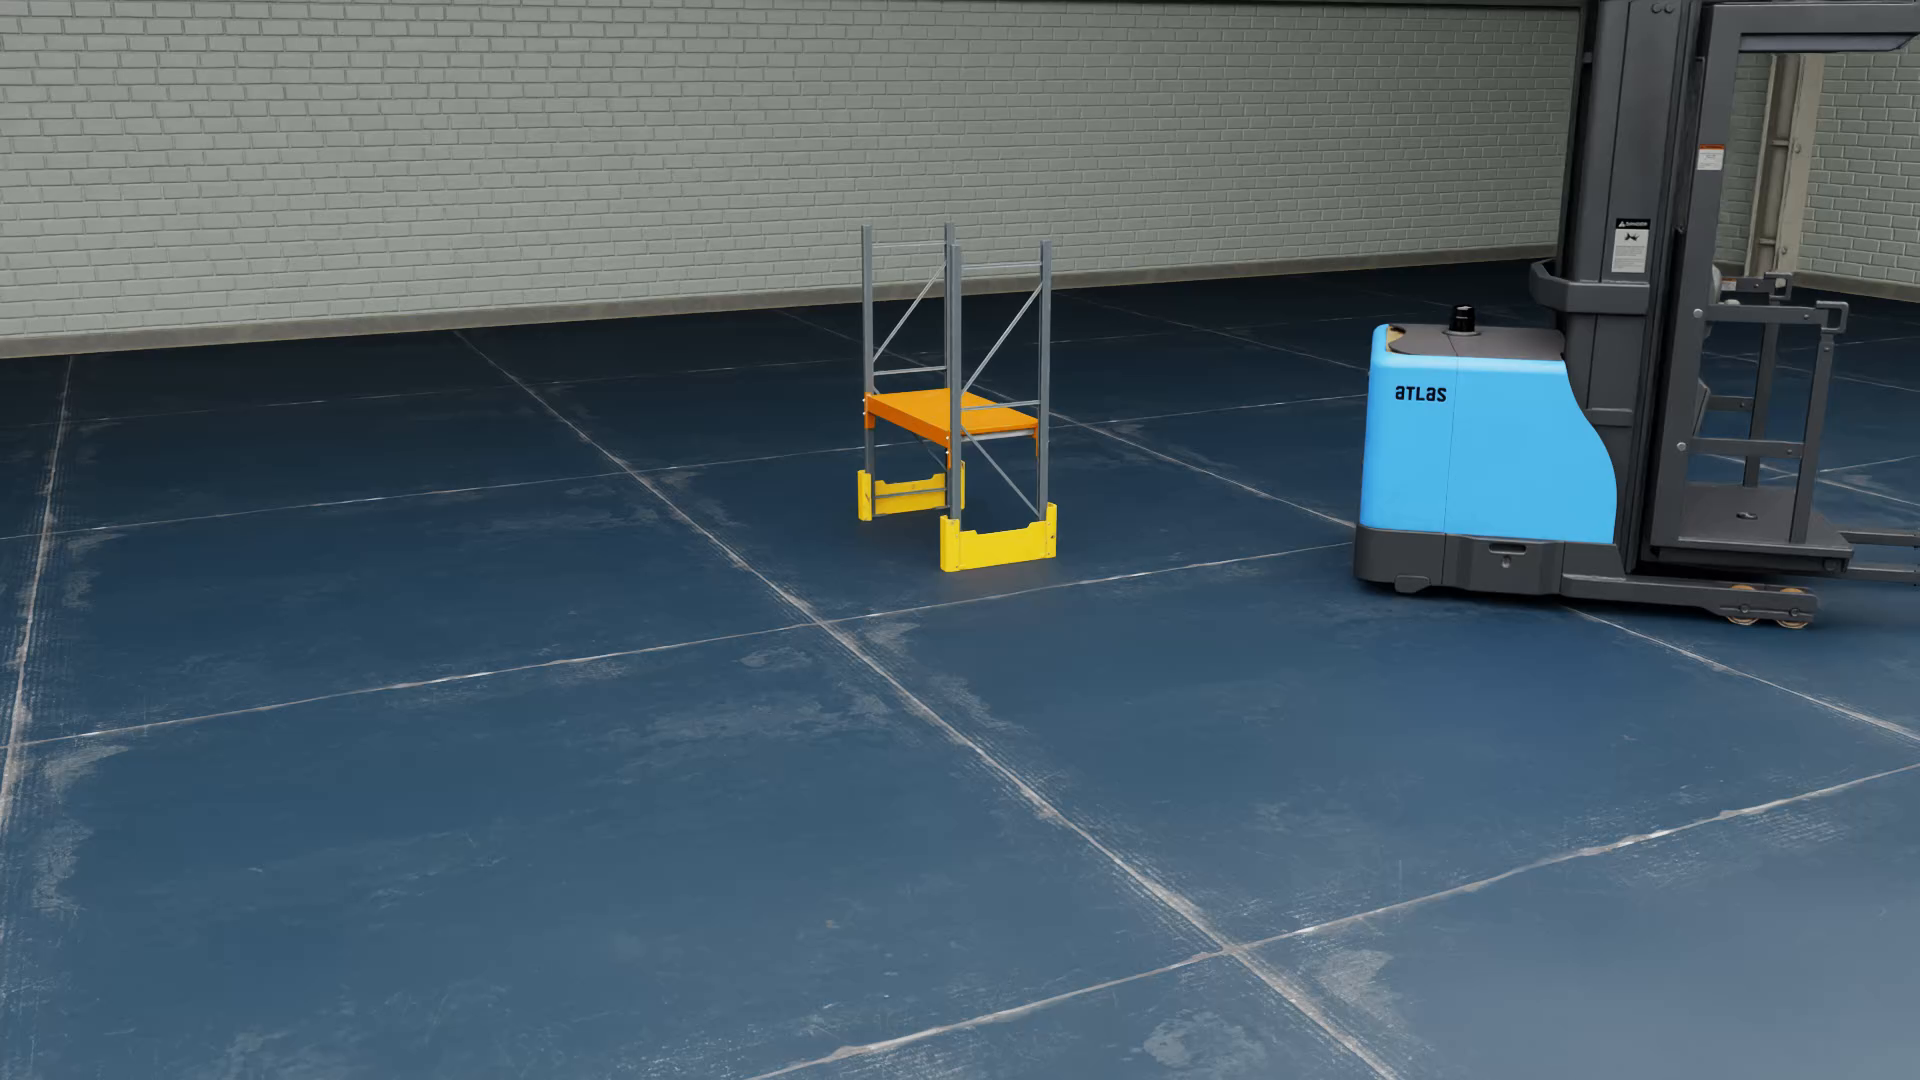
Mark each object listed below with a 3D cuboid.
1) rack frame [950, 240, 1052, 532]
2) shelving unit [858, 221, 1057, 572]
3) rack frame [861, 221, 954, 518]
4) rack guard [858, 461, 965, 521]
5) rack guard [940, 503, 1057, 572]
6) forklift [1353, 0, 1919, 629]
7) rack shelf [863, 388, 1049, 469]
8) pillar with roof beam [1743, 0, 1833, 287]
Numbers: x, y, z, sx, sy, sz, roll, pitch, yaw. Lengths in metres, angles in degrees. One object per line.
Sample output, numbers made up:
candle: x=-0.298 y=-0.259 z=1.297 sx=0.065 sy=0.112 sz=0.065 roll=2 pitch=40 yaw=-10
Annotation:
rack frame: x=0.185 y=-0.616 z=7.678 sx=0.500 sy=1.500 sz=0.032 roll=-8 pitch=18 yaw=-25
shelving unit: x=-0.033 y=-0.740 z=8.110 sx=0.587 sy=1.500 sz=1.083 roll=-8 pitch=18 yaw=-25
rack frame: x=-0.260 y=-0.868 z=8.557 sx=0.500 sy=1.500 sz=0.032 roll=-8 pitch=18 yaw=-25
rack guard: x=-0.252 y=-0.263 z=8.712 sx=0.587 sy=0.250 sz=0.087 roll=-8 pitch=18 yaw=-25
rack guard: x=0.185 y=-0.016 z=7.852 sx=0.587 sy=0.250 sz=0.087 roll=-8 pitch=18 yaw=-25
forklift: x=3.337 y=-1.200 z=7.118 sx=3.031 sy=2.935 sz=1.130 roll=4 pitch=16 yaw=14
rack shelf: x=-0.037 y=-0.569 z=8.167 sx=0.538 sy=0.185 sz=1.000 roll=-8 pitch=18 yaw=-25
pillar with roof beam: x=4.760 y=-6.535 z=14.708 sx=9.100 sy=9.000 sz=0.400 roll=-8 pitch=18 yaw=-25
